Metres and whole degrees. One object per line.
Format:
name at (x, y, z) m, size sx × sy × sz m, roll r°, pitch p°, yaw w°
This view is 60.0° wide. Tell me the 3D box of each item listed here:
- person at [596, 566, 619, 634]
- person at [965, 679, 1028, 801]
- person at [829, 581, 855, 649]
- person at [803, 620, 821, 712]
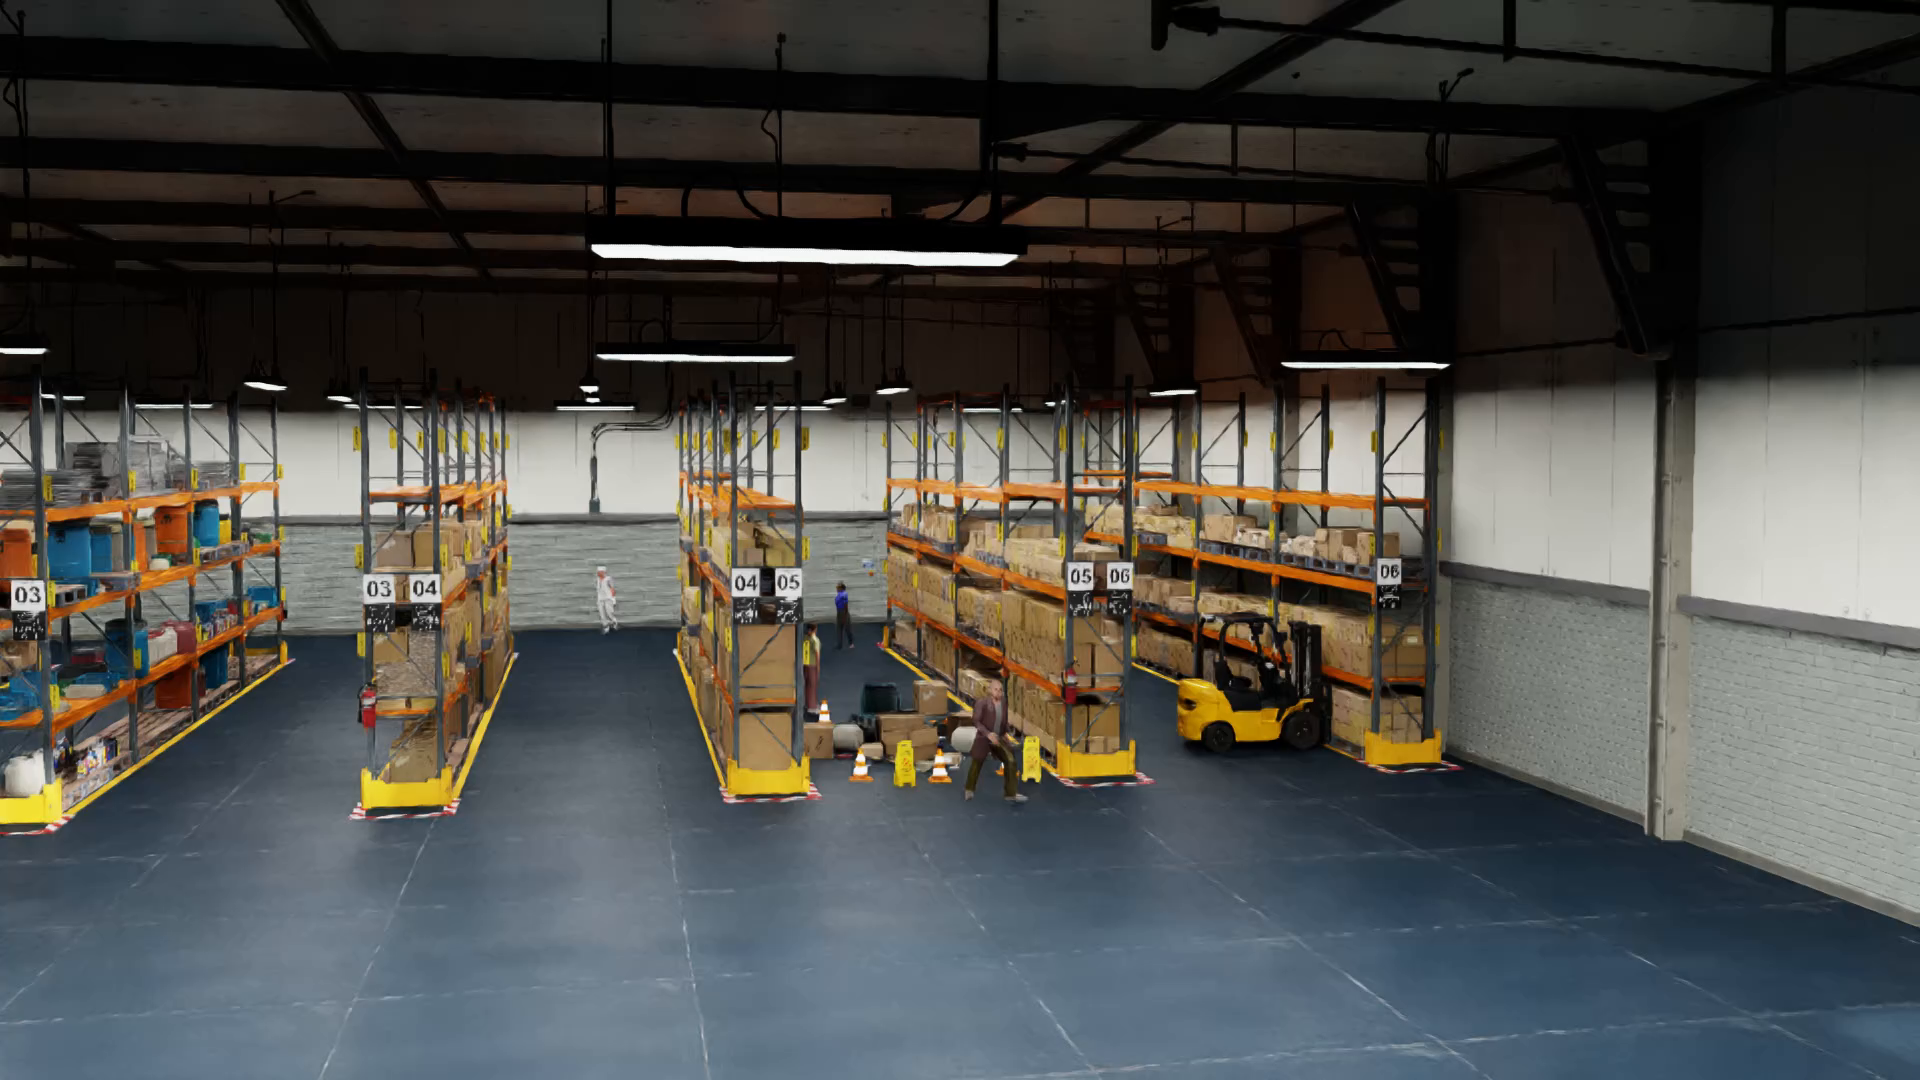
person at (-9.188, 1.545, 43.259) m, size 0.589 × 1.779 × 0.573 m, roll 1°, pitch 4°, yaw 24°
person at (0.429, 2.762, 23.045) m, size 0.735 × 1.712 × 0.904 m, roll -2°, pitch 4°, yaw -28°
person at (-2.811, 1.809, 39.971) m, size 0.522 × 1.638 × 0.579 m, roll -2°, pitch 4°, yaw -27°
person at (-2.696, 2.321, 30.718) m, size 0.451 × 1.678 × 0.541 m, roll -3°, pitch 5°, yaw -42°
